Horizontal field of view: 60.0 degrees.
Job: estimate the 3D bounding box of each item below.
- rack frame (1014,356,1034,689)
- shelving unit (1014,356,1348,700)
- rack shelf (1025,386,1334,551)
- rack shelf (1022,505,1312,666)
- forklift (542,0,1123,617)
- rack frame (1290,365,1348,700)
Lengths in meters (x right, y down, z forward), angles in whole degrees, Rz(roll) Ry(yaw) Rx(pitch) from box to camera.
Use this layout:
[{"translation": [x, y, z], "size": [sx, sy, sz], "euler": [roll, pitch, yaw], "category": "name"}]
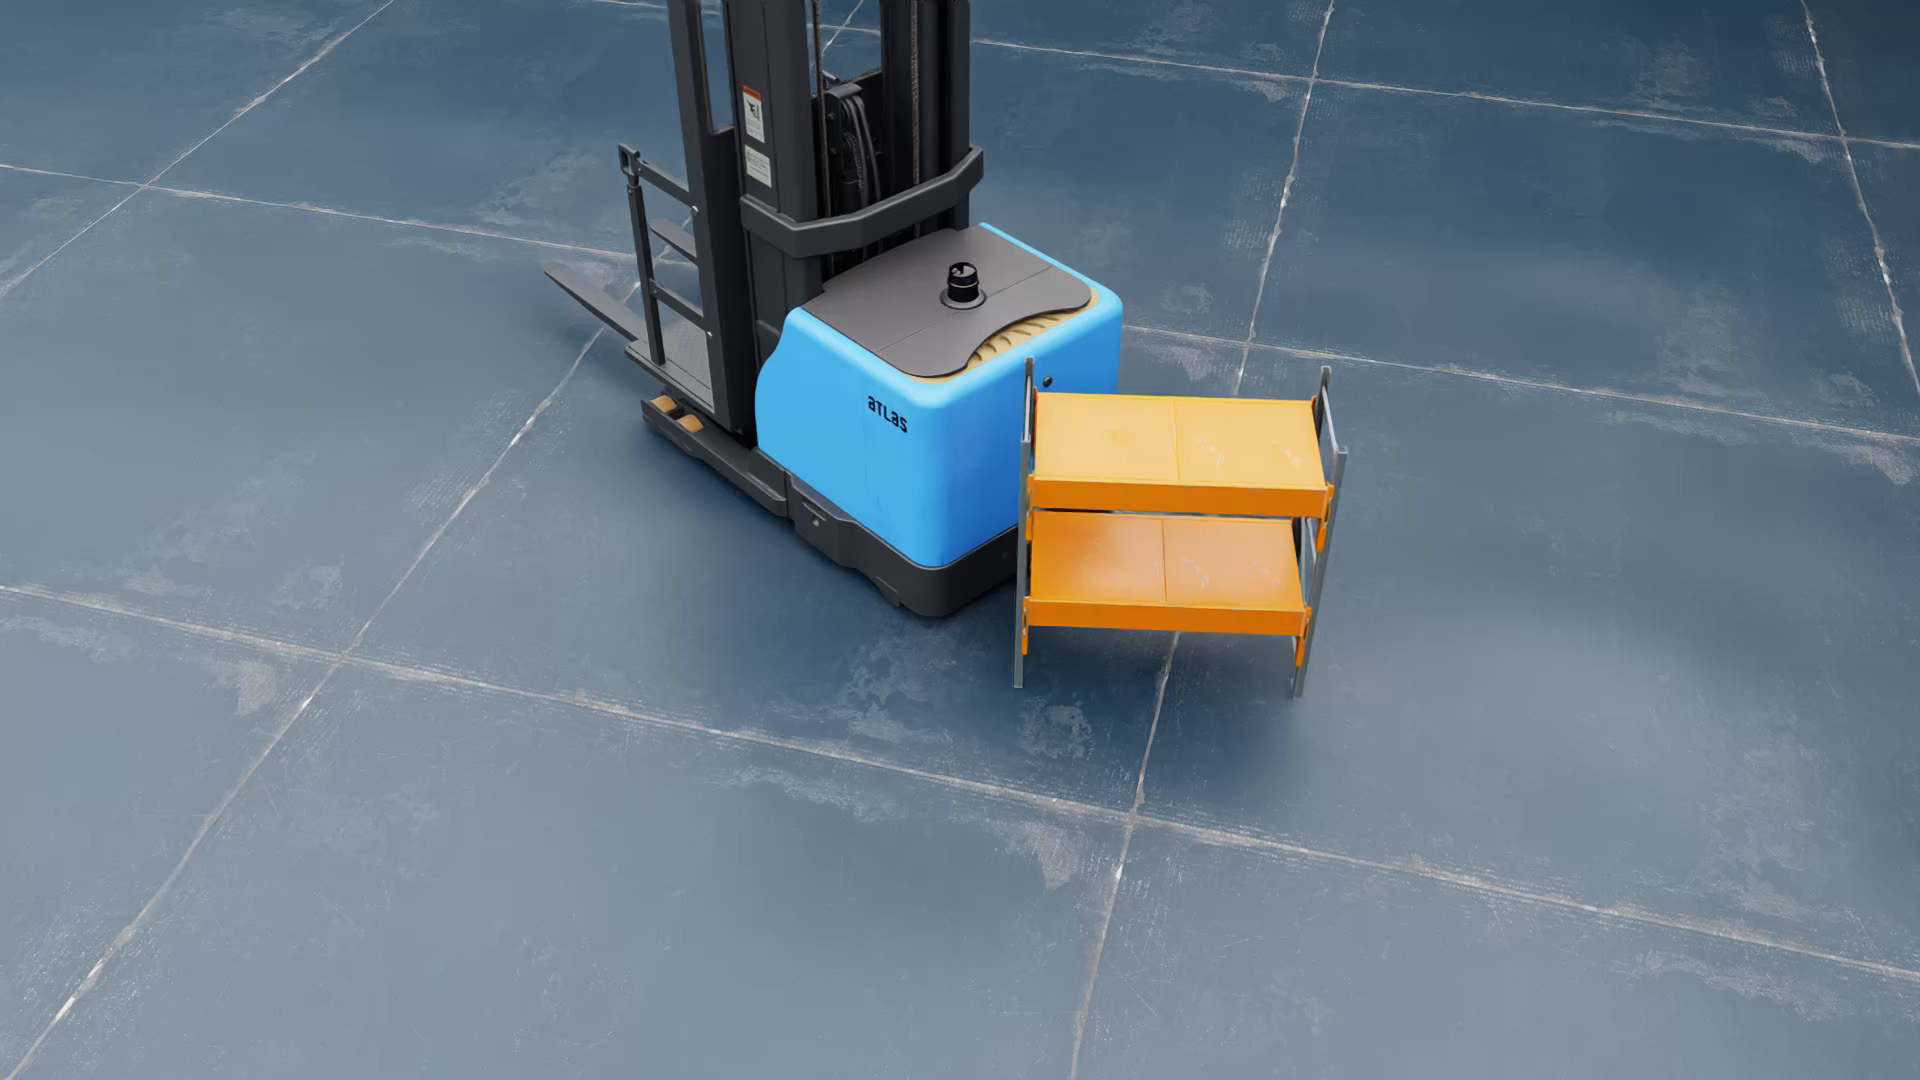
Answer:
[{"translation": [0.227, -0.045, 5.929], "size": [0.032, 1.125, 0.500], "euler": [2, 40, 3], "category": "rack frame"}, {"translation": [0.735, -0.027, 5.907], "size": [1.048, 1.125, 0.538], "euler": [2, 40, 3], "category": "shelving unit"}, {"translation": [0.735, -0.251, 5.719], "size": [1.000, 0.278, 0.538], "euler": [2, 40, 3], "category": "rack shelf"}, {"translation": [0.735, 0.160, 6.064], "size": [1.000, 0.278, 0.538], "euler": [2, 40, 3], "category": "rack shelf"}, {"translation": [-0.741, -1.693, 6.487], "size": [1.130, 2.935, 3.031], "euler": [-30, 49, -31], "category": "forklift"}, {"translation": [1.242, -0.008, 5.885], "size": [0.032, 1.125, 0.500], "euler": [2, 40, 3], "category": "rack frame"}]
